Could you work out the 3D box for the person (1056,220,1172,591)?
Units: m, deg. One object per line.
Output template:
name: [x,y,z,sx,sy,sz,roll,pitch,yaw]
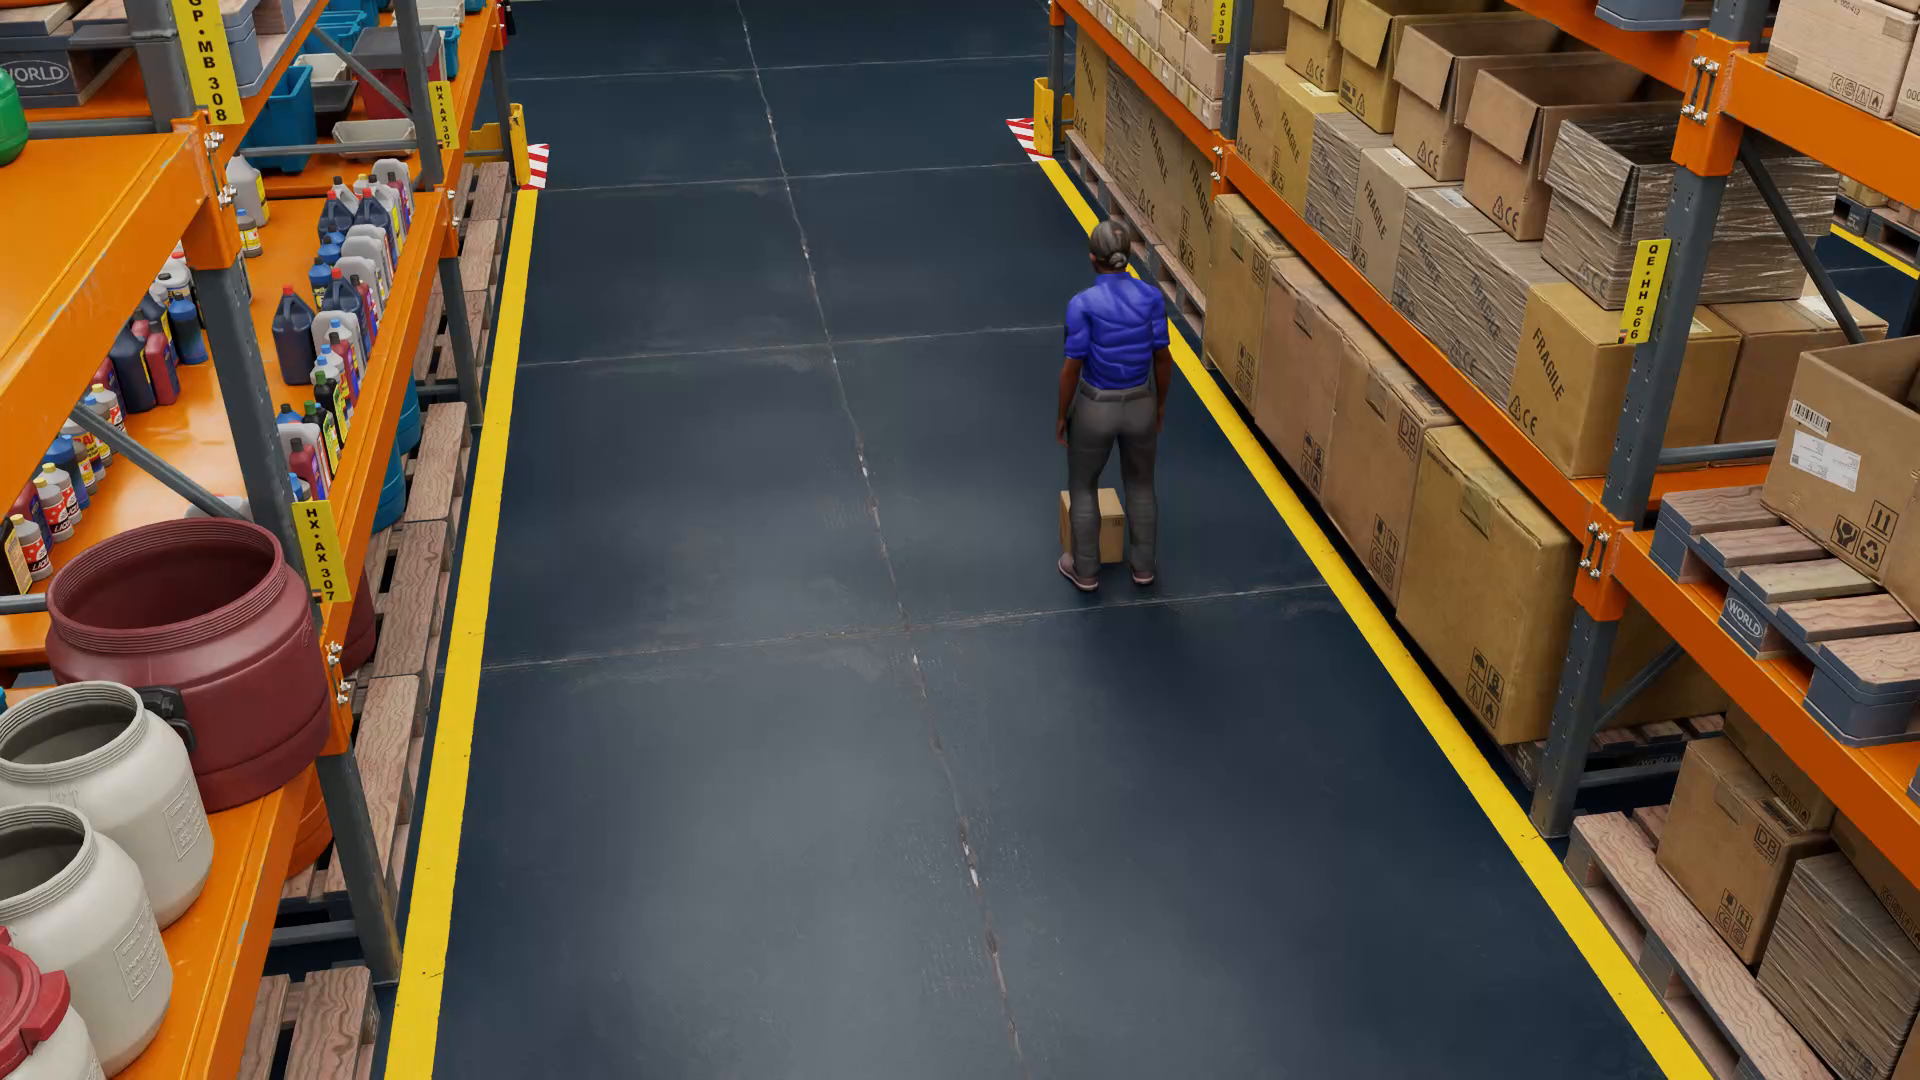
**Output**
person: [0.653,-0.545,7.051,0.522,1.653,0.352,-7,32,-12]
